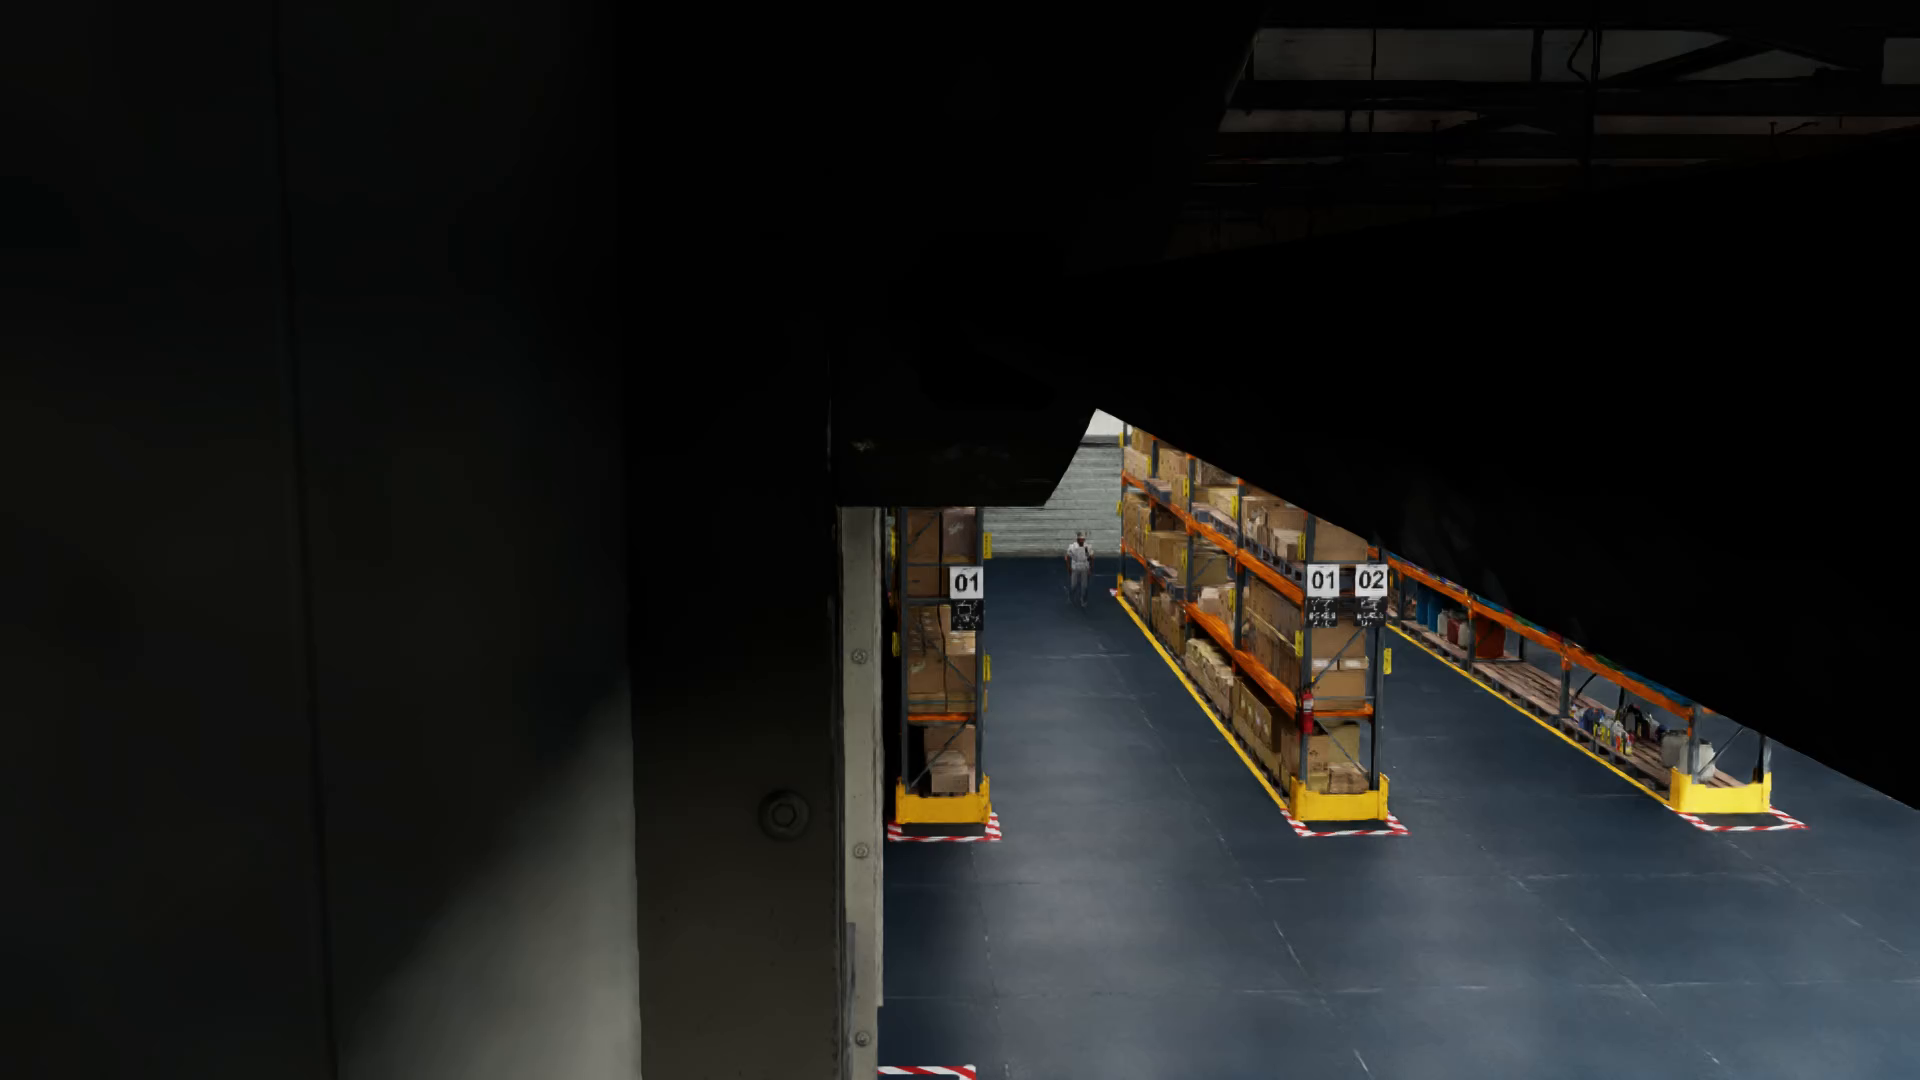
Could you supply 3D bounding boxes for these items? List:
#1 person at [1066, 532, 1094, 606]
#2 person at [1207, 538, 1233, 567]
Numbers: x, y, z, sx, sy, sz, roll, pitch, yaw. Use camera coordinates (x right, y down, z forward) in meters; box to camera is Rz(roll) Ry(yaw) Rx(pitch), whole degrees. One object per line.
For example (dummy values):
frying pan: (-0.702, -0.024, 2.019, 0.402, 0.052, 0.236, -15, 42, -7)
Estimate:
person: (2.530, 0.601, 35.136, 0.592, 1.629, 0.531, -1, 8, -4)
person: (5.669, 0.410, 36.311, 0.555, 1.669, 1.029, 0, 8, -3)
